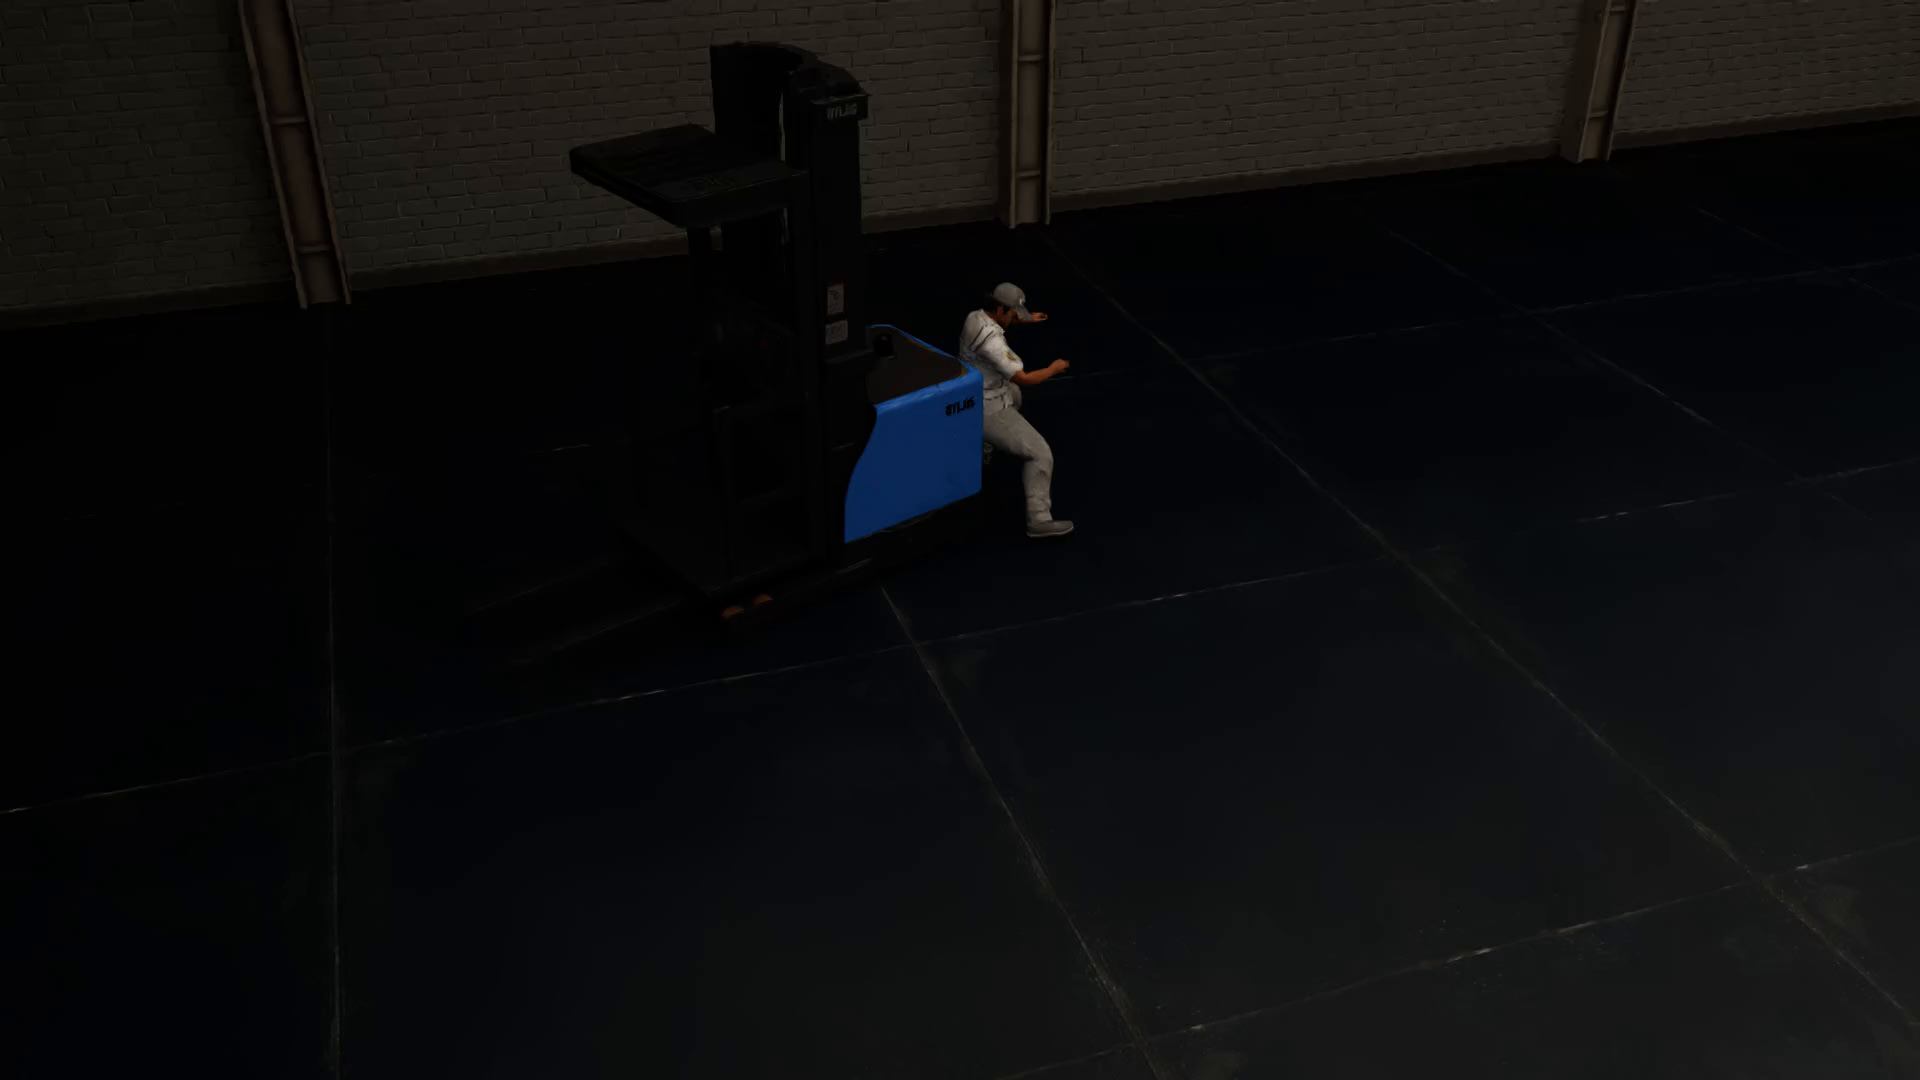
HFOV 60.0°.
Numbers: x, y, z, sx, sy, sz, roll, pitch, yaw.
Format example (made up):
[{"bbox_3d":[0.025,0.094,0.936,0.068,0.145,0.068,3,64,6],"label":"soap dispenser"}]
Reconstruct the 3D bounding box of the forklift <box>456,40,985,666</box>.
[{"bbox_3d":[-1.319,-1.041,8.897,3.031,2.935,1.130,-22,36,-33],"label":"forklift"}]

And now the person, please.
[{"bbox_3d":[0.299,-0.888,10.064,0.683,1.434,1.113,-4,30,-7],"label":"person"}]
